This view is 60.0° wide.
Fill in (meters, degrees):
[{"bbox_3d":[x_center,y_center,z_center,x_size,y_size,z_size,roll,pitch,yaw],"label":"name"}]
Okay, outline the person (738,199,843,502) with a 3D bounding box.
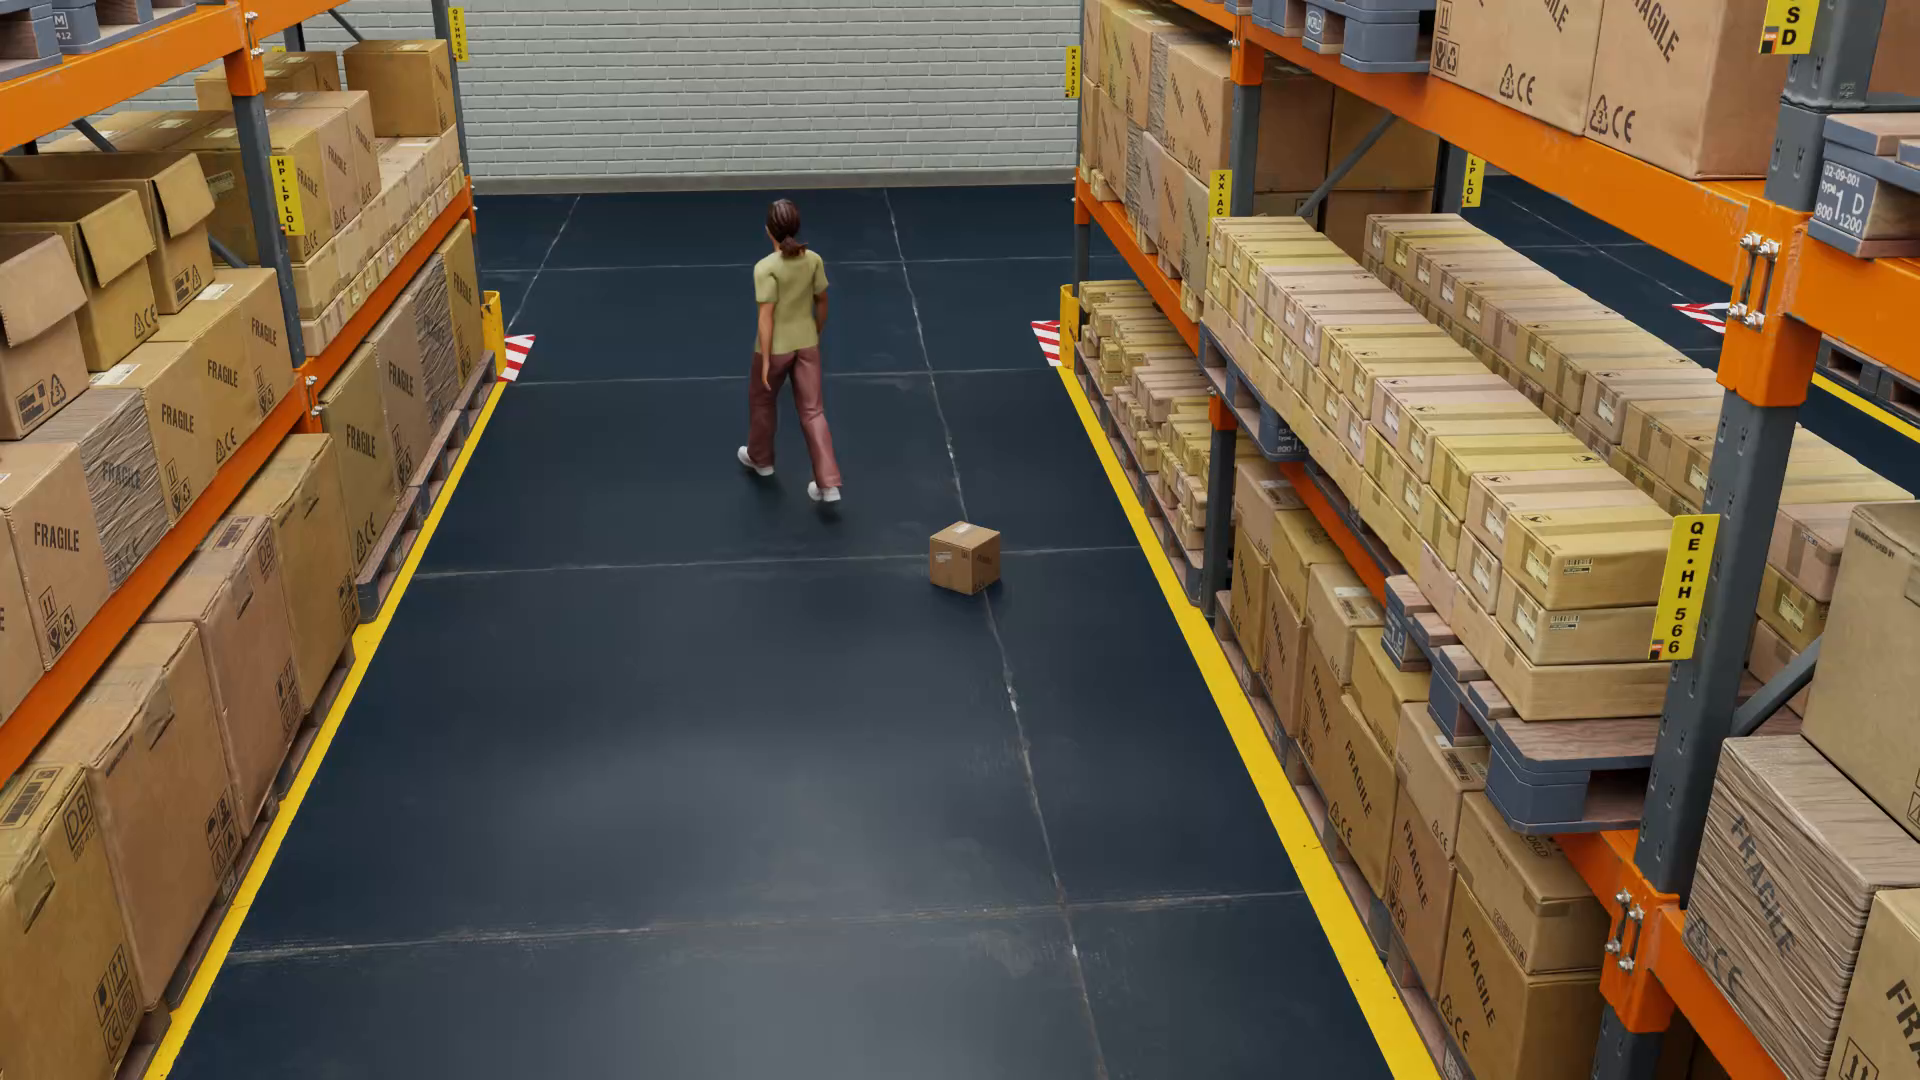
[{"bbox_3d":[-0.916,-1.042,8.965,0.473,1.620,1.035,-12,27,-26],"label":"person"}]
